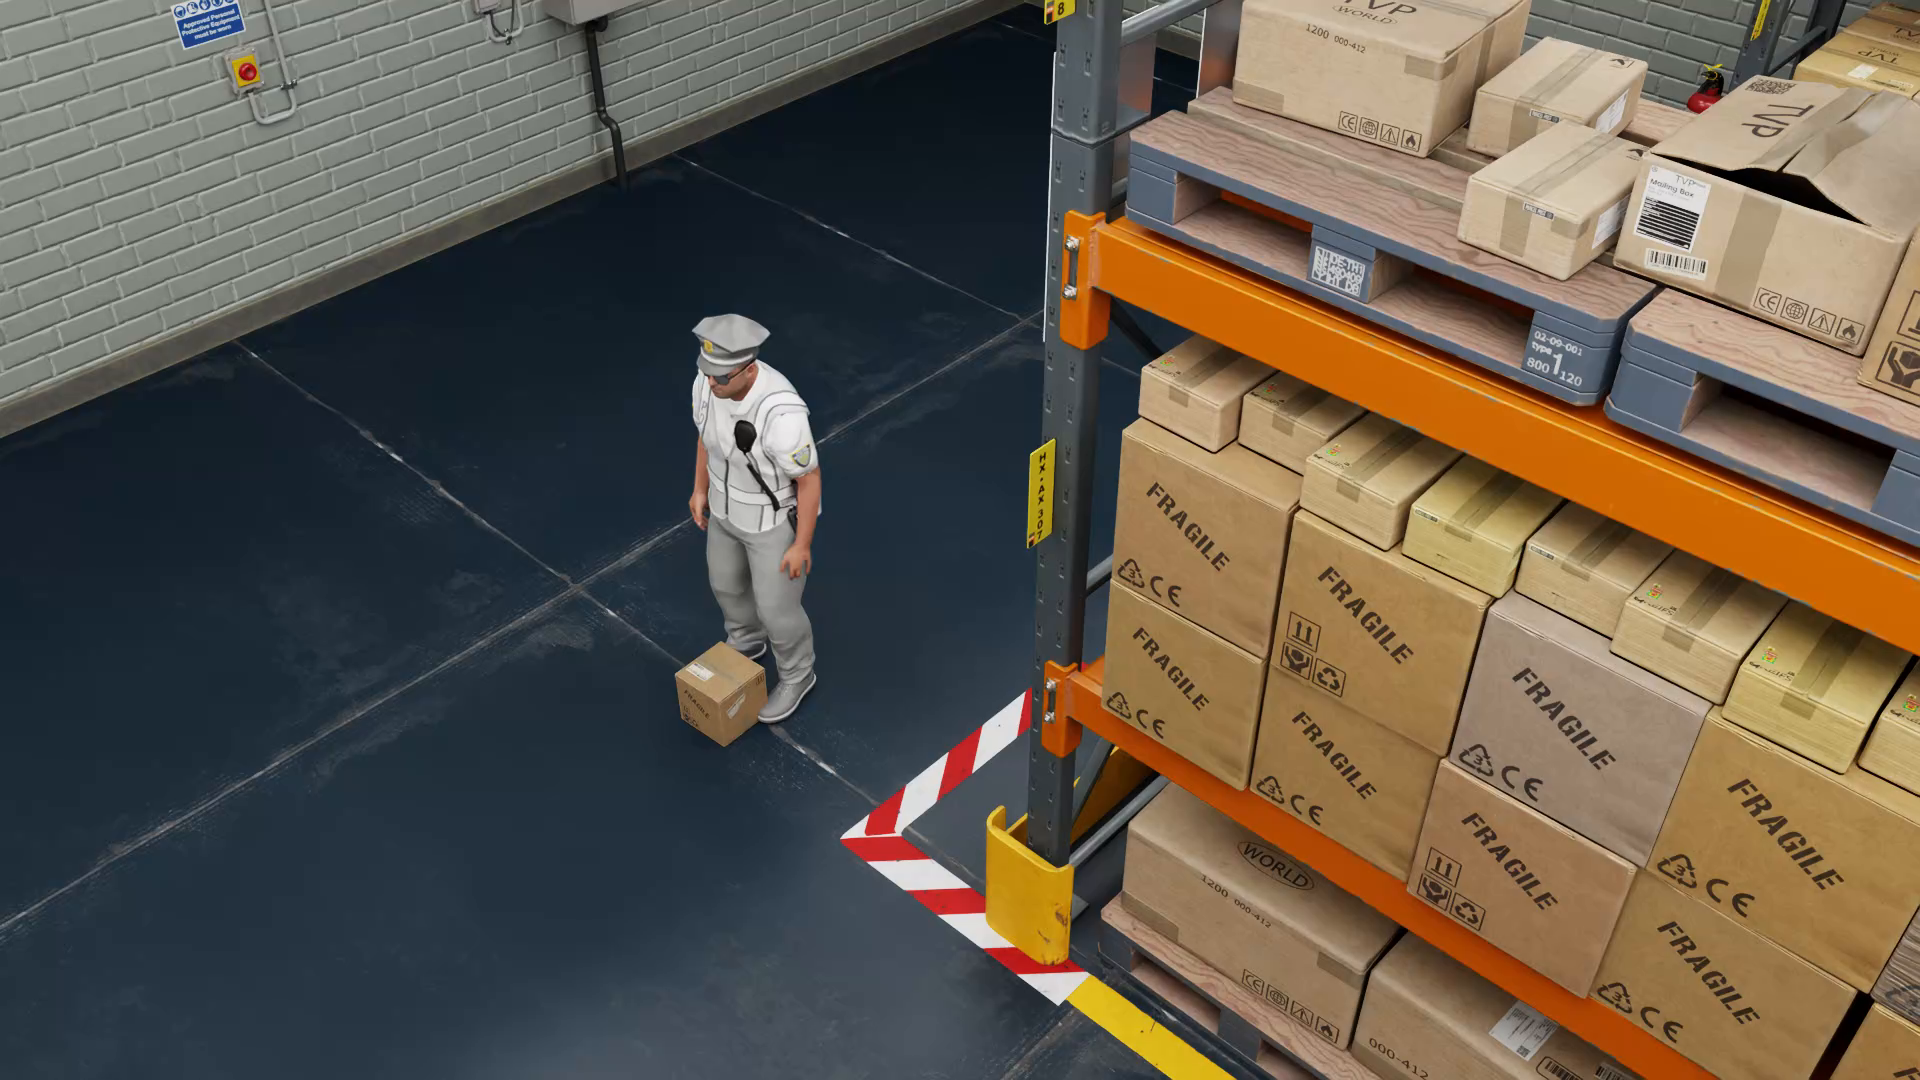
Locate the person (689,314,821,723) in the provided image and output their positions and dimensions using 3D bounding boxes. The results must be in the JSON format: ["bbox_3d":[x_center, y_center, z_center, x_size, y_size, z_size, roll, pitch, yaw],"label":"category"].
[{"bbox_3d":[-0.761,-0.104,6.274,0.605,1.751,0.433,28,47,30],"label":"person"}]
